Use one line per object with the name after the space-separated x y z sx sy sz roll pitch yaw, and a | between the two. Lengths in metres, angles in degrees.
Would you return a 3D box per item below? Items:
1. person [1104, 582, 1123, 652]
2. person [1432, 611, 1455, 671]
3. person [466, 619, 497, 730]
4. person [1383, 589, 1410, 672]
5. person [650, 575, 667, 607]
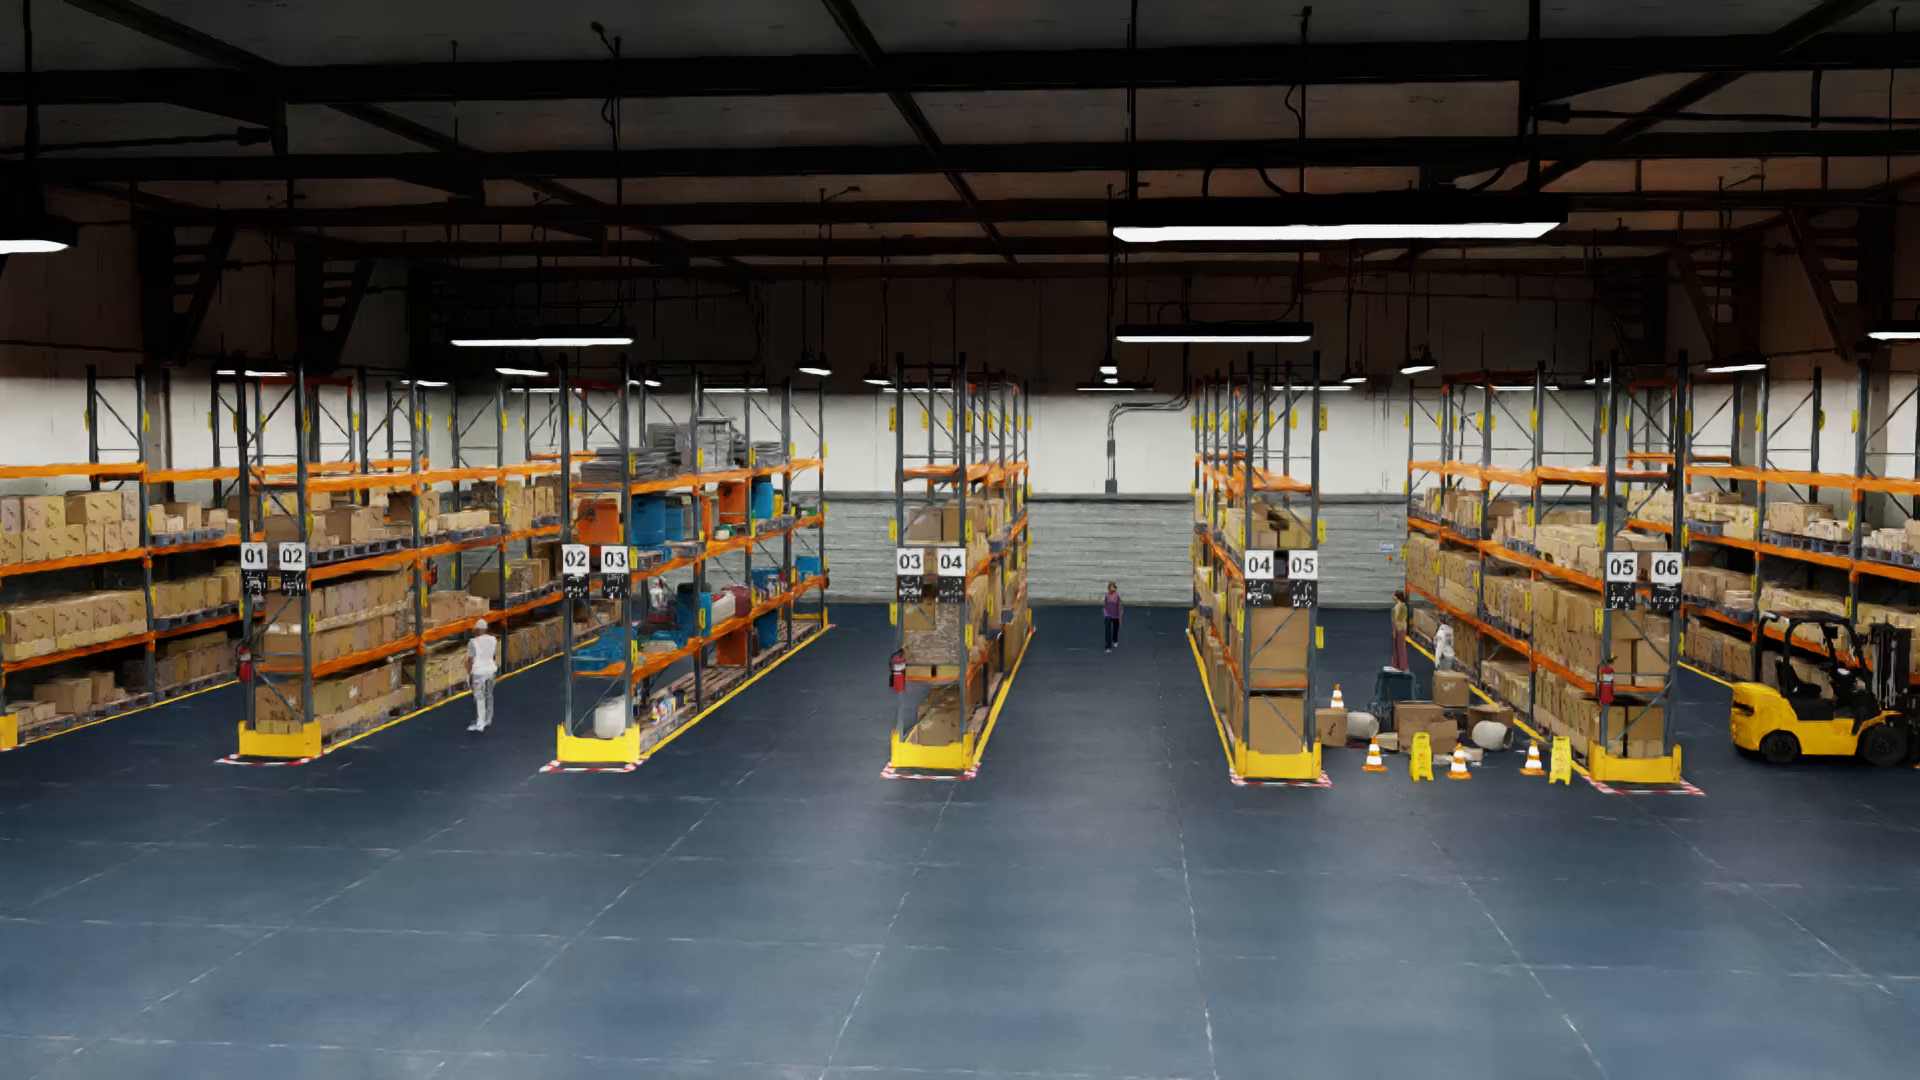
3.339 1.658 36.244 0.416 1.525 1.034 0 4 4 | person
8.461 2.085 29.166 0.550 1.649 0.579 2 5 31 | person
-7.835 2.169 27.106 0.493 1.785 0.616 3 5 36 | person
8.697 1.801 33.085 0.576 1.666 0.571 2 5 27 | person
-6.241 1.622 34.753 0.451 1.789 0.605 -2 4 -23 | person
